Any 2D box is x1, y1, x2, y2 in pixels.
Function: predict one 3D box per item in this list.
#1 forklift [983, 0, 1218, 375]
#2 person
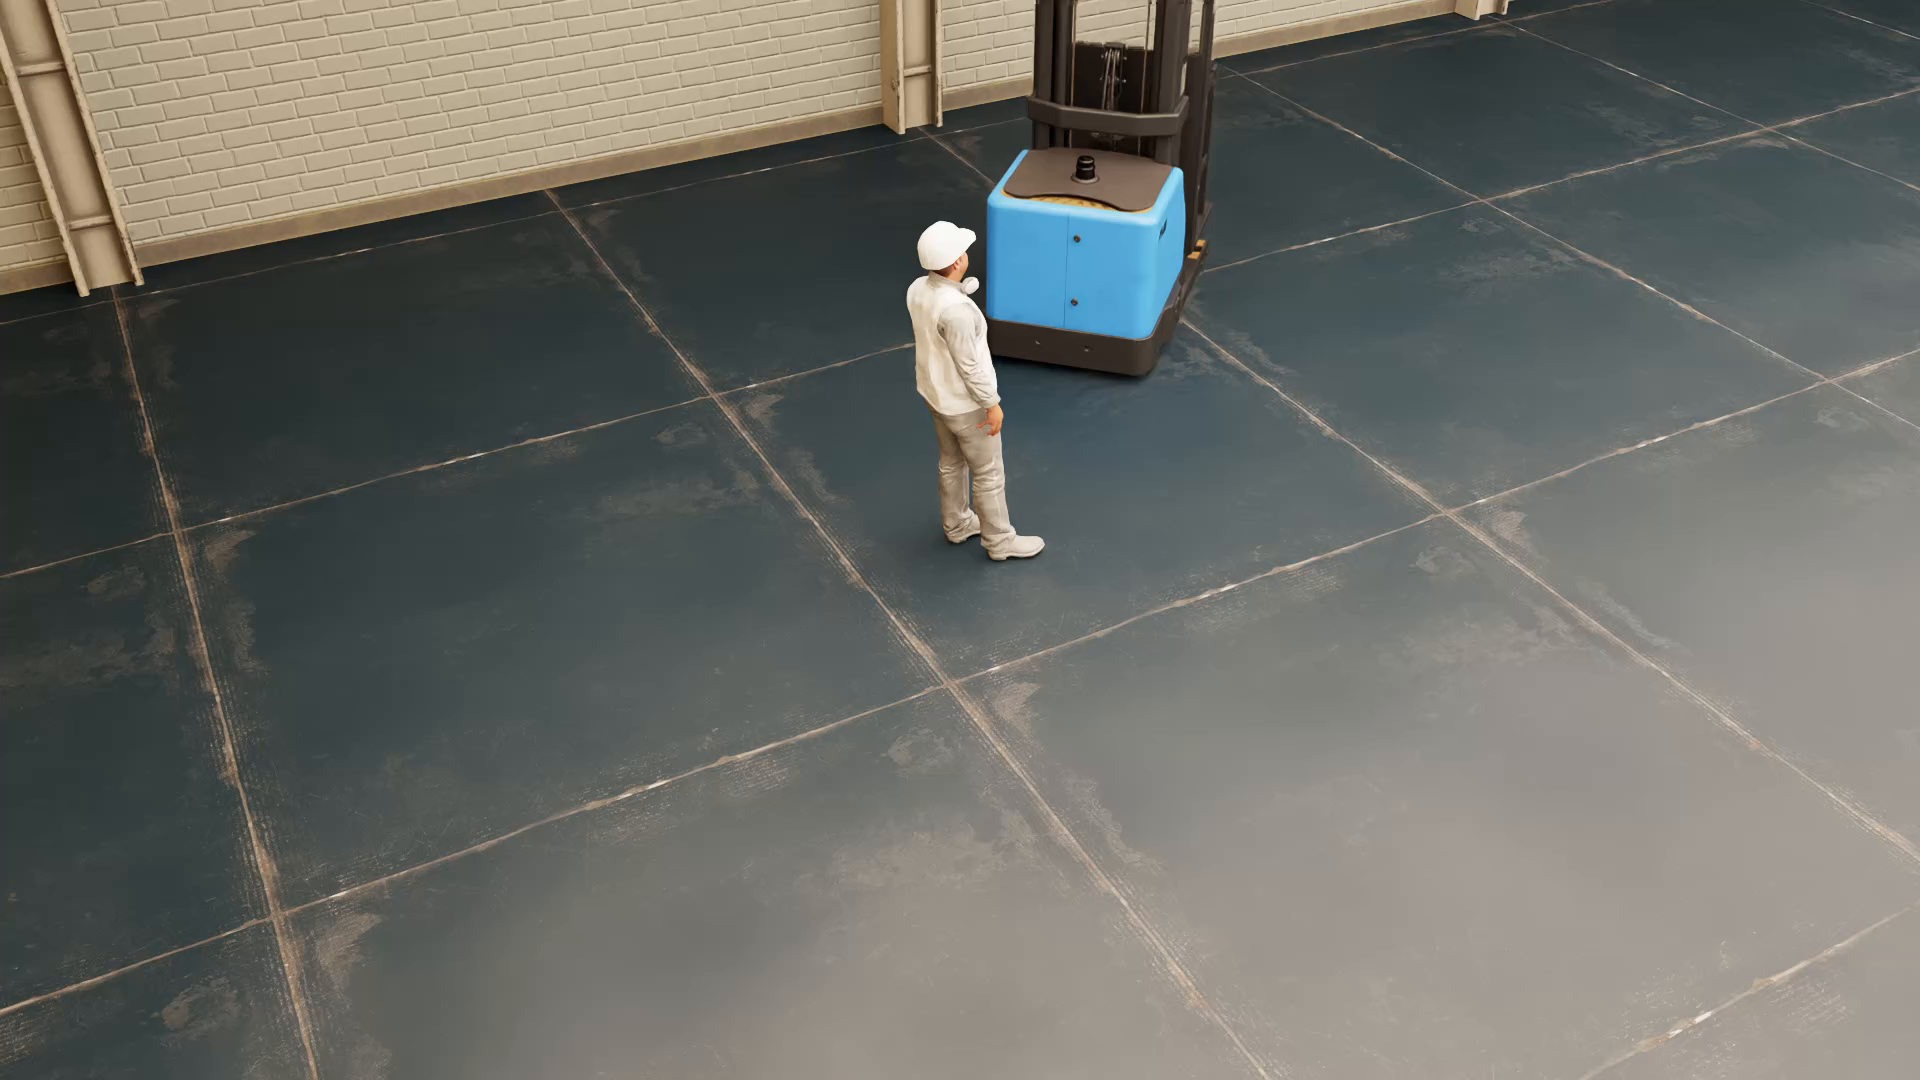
[{"bbox_3d":[1.063,-3.029,10.408,1.130,2.935,3.031,10,37,14],"label":"forklift"},{"bbox_3d":[0.059,-0.744,8.165,0.566,1.775,0.633,-17,39,-23],"label":"person"}]
